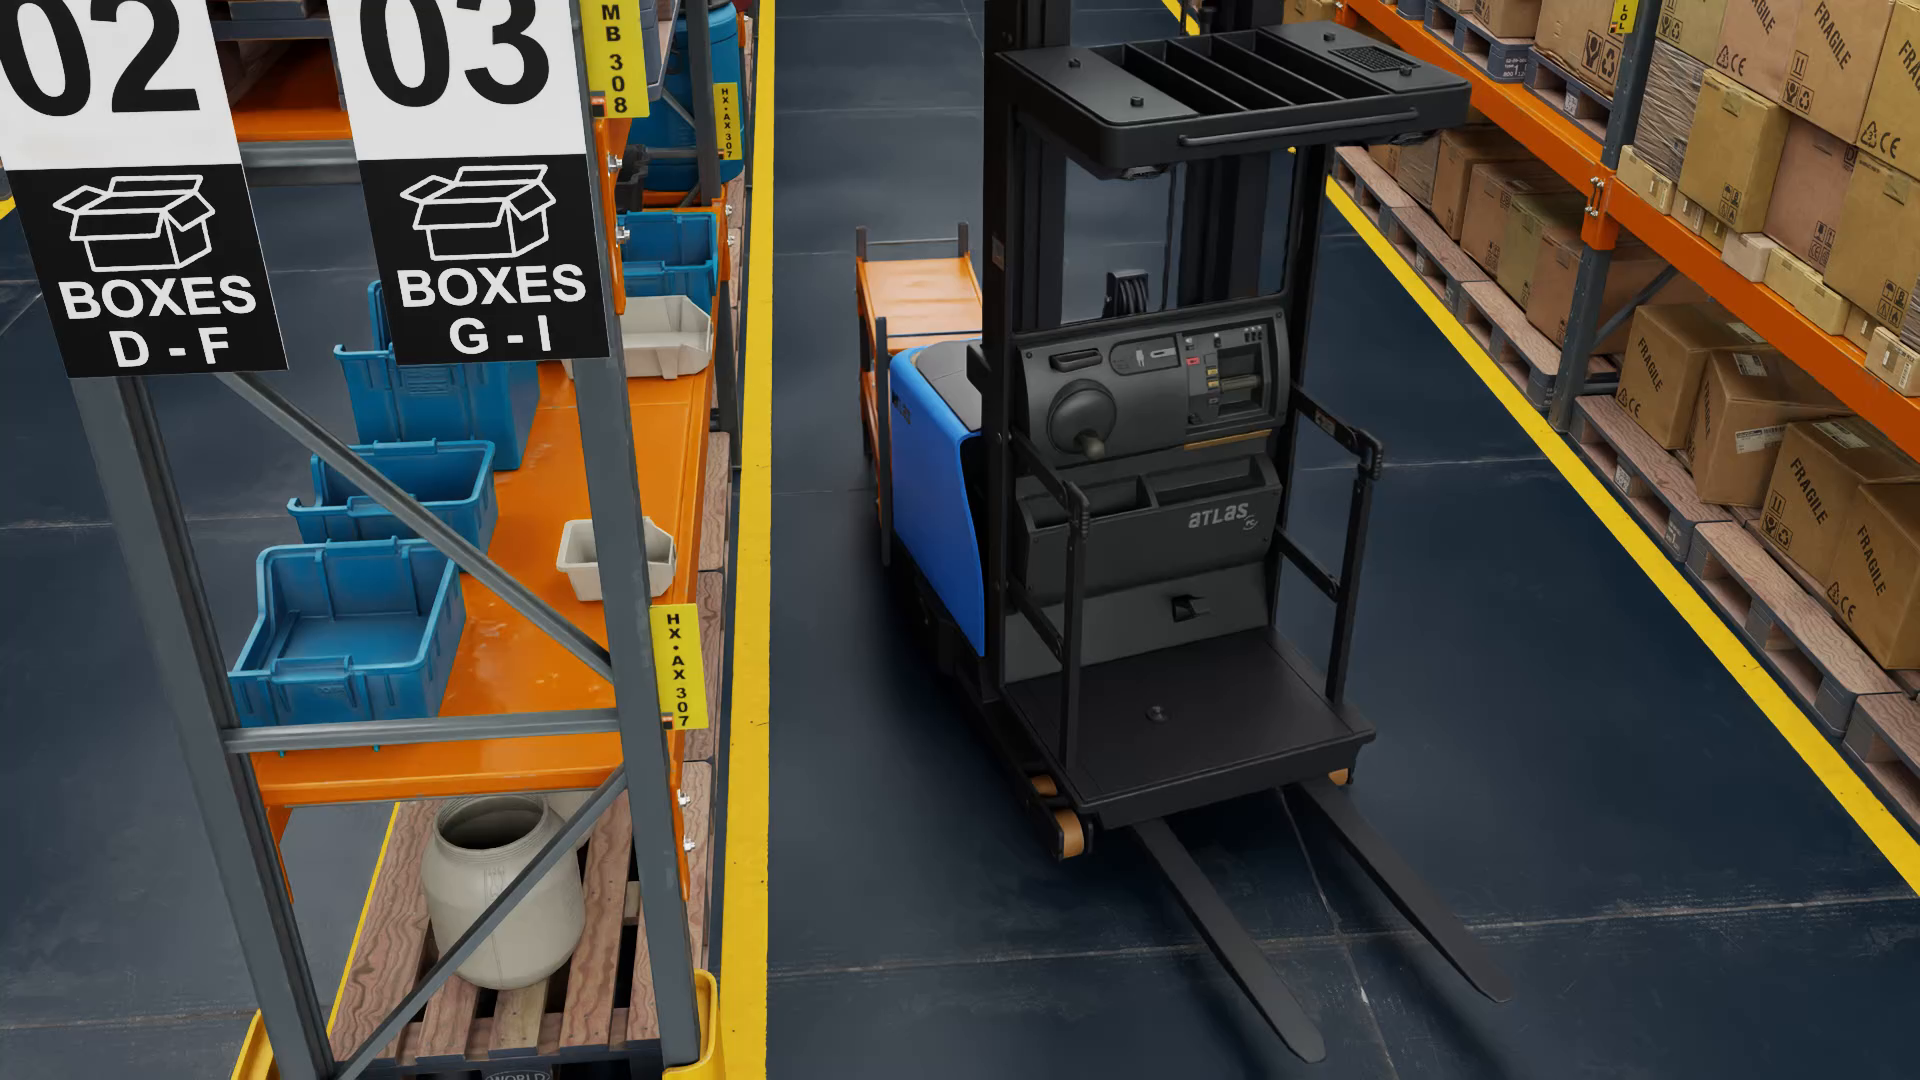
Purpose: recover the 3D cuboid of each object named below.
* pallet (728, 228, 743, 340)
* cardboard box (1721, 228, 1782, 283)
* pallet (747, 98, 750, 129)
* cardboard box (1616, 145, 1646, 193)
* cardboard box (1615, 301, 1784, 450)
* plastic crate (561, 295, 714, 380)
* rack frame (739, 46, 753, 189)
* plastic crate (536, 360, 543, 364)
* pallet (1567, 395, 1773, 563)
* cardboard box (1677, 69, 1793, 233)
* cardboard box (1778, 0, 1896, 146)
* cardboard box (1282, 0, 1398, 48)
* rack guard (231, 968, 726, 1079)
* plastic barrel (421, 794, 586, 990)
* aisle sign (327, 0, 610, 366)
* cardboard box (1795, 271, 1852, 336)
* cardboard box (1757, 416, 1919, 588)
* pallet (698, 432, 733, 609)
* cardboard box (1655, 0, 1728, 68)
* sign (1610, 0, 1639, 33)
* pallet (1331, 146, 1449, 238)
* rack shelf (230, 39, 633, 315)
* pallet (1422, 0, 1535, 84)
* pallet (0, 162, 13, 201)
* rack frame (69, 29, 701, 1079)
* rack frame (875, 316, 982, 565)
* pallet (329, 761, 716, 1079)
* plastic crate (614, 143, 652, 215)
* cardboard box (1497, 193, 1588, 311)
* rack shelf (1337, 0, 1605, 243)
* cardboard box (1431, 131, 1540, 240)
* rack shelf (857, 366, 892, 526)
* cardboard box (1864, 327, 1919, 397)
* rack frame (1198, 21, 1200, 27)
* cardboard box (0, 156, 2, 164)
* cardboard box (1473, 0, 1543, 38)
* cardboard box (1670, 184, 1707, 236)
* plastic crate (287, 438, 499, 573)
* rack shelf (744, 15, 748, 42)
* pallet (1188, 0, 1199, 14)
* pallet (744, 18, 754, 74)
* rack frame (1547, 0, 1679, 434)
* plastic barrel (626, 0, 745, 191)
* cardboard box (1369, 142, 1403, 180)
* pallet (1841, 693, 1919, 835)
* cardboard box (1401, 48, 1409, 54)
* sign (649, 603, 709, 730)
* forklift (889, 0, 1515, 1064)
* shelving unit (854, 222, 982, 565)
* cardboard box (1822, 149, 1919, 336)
[{"bbox_3d":[-1.757,-1.448,9.469,1.003,0.211,1.213,-3,31,-5],"label":"pallet"},{"bbox_3d":[3.201,-1.116,6.438,0.380,0.149,0.250,-3,31,-5],"label":"cardboard box"},{"bbox_3d":[-2.016,-2.868,11.845,1.003,0.211,1.213,-3,31,-5],"label":"pallet"},{"bbox_3d":[3.125,-1.627,7.294,0.380,0.149,0.250,-3,31,-5],"label":"cardboard box"},{"bbox_3d":[3.401,-0.760,7.626,0.500,0.500,0.500,-4,31,-6],"label":"cardboard box"},{"bbox_3d":[-1.123,-0.692,5.741,0.530,0.136,0.437,-3,31,-5],"label":"plastic crate"},{"bbox_3d":[-1.901,-3.664,10.460,1.000,3.000,0.127,-3,31,-5],"label":"rack frame"},{"bbox_3d":[-1.682,-0.825,5.912,0.450,0.188,0.662,-3,31,-5],"label":"plastic crate"},{"bbox_3d":[3.502,-0.321,7.582,1.003,0.211,1.213,-3,31,-5],"label":"pallet"},{"bbox_3d":[3.396,-1.540,6.516,0.875,0.500,0.500,-3,31,-5],"label":"cardboard box"},{"bbox_3d":[3.287,-1.707,5.820,0.500,0.500,0.500,-3,31,-5],"label":"cardboard box"},{"bbox_3d":[2.986,-3.523,11.886,1.225,0.875,0.875,-4,31,-7],"label":"cardboard box"},{"bbox_3d":[-1.208,1.457,4.324,1.175,0.500,0.348,-3,31,-5],"label":"rack guard"},{"bbox_3d":[-1.291,0.975,4.708,0.421,0.512,0.421,0,31,0],"label":"plastic barrel"},{"bbox_3d":[-0.855,-0.673,2.917,0.394,0.787,0.004,-3,31,-5],"label":"aisle sign"},{"bbox_3d":[3.278,-0.862,6.013,0.380,0.149,0.250,-3,31,-5],"label":"cardboard box"},{"bbox_3d":[3.599,-0.155,6.613,0.500,0.500,0.500,-5,31,-9],"label":"cardboard box"},{"bbox_3d":[-1.506,-0.080,7.178,1.003,0.211,1.213,-3,31,-5],"label":"pallet"},{"bbox_3d":[3.193,-2.217,6.675,0.500,0.500,0.500,-3,31,-5],"label":"cardboard box"},{"bbox_3d":[2.852,-2.328,7.093,0.100,0.325,0.005,-3,31,-5],"label":"sign"},{"bbox_3d":[3.102,-2.305,10.904,1.003,0.211,1.213,-3,31,-5],"label":"pallet"},{"bbox_3d":[-1.341,-1.580,4.746,1.077,0.370,4.000,-3,31,-5],"label":"rack shelf"},{"bbox_3d":[3.256,-2.811,9.217,1.003,0.211,1.213,-3,31,-5],"label":"pallet"},{"bbox_3d":[-6.865,-2.615,11.422,1.003,0.211,1.213,-3,31,-5],"label":"pallet"},{"bbox_3d":[-1.154,0.420,3.622,1.000,3.000,0.127,-3,31,-5],"label":"rack frame"},{"bbox_3d":[-0.083,-0.400,6.823,0.500,1.125,0.032,-4,31,-6],"label":"rack frame"},{"bbox_3d":[-1.278,1.166,5.093,1.003,0.211,1.213,-3,31,-5],"label":"pallet"},{"bbox_3d":[-1.605,-1.322,6.599,0.767,0.338,0.504,-3,31,-5],"label":"plastic crate"},{"bbox_3d":[3.342,-1.534,8.902,0.700,0.500,0.500,-3,31,-5],"label":"cardboard box"},{"bbox_3d":[3.217,-2.572,9.332,1.077,0.370,4.000,-3,31,-5],"label":"rack shelf"},{"bbox_3d":[3.237,-2.105,9.857,0.700,0.500,0.500,0,31,0],"label":"cardboard box"},{"bbox_3d":[-0.147,-0.449,7.382,0.538,0.278,1.000,-4,31,-6],"label":"rack shelf"},{"bbox_3d":[3.301,-0.606,5.584,0.380,0.149,0.250,-3,31,-5],"label":"cardboard box"},{"bbox_3d":[2.656,-5.944,14.276,1.000,3.000,0.127,-3,31,-5],"label":"rack frame"},{"bbox_3d":[-6.591,-2.791,11.006,0.500,0.500,0.500,-1,31,-2],"label":"cardboard box"},{"bbox_3d":[3.150,-2.965,8.778,0.797,0.503,0.637,0,31,0],"label":"cardboard box"},{"bbox_3d":[3.186,-1.373,6.868,0.380,0.149,0.250,-3,31,-5],"label":"cardboard box"},{"bbox_3d":[-1.553,-0.089,4.619,0.499,0.251,0.408,-3,31,-5],"label":"plastic crate"},{"bbox_3d":[-2.088,-4.377,12.354,1.077,0.370,4.000,-3,31,-5],"label":"rack shelf"},{"bbox_3d":[2.663,-5.139,15.647,1.003,0.211,1.213,-3,31,-5],"label":"pallet"},{"bbox_3d":[-2.244,-4.113,13.931,1.003,0.211,1.213,-3,31,-5],"label":"pallet"},{"bbox_3d":[3.404,-1.859,7.438,1.000,3.000,0.127,-3,31,-5],"label":"rack frame"},{"bbox_3d":[-1.262,-2.049,7.267,0.600,0.901,0.708,-3,31,-5],"label":"plastic barrel"},{"bbox_3d":[3.113,-2.676,10.814,0.700,0.500,0.500,-4,31,-7],"label":"cardboard box"},{"bbox_3d":[3.730,0.925,5.496,1.003,0.211,1.213,-3,31,-5],"label":"pallet"},{"bbox_3d":[3.123,-2.999,10.623,0.500,0.250,0.500,-2,31,-3],"label":"cardboard box"},{"bbox_3d":[-0.606,0.277,3.591,0.100,0.325,0.005,-3,31,-5],"label":"sign"},{"bbox_3d":[0.711,-0.448,5.142,1.130,2.935,3.031,-11,33,-18],"label":"forklift"},{"bbox_3d":[-0.147,-0.659,7.256,0.538,1.125,1.048,-4,31,-6],"label":"shelving unit"},{"bbox_3d":[3.549,-1.033,5.666,0.875,0.500,0.500,-3,31,-5],"label":"cardboard box"}]
